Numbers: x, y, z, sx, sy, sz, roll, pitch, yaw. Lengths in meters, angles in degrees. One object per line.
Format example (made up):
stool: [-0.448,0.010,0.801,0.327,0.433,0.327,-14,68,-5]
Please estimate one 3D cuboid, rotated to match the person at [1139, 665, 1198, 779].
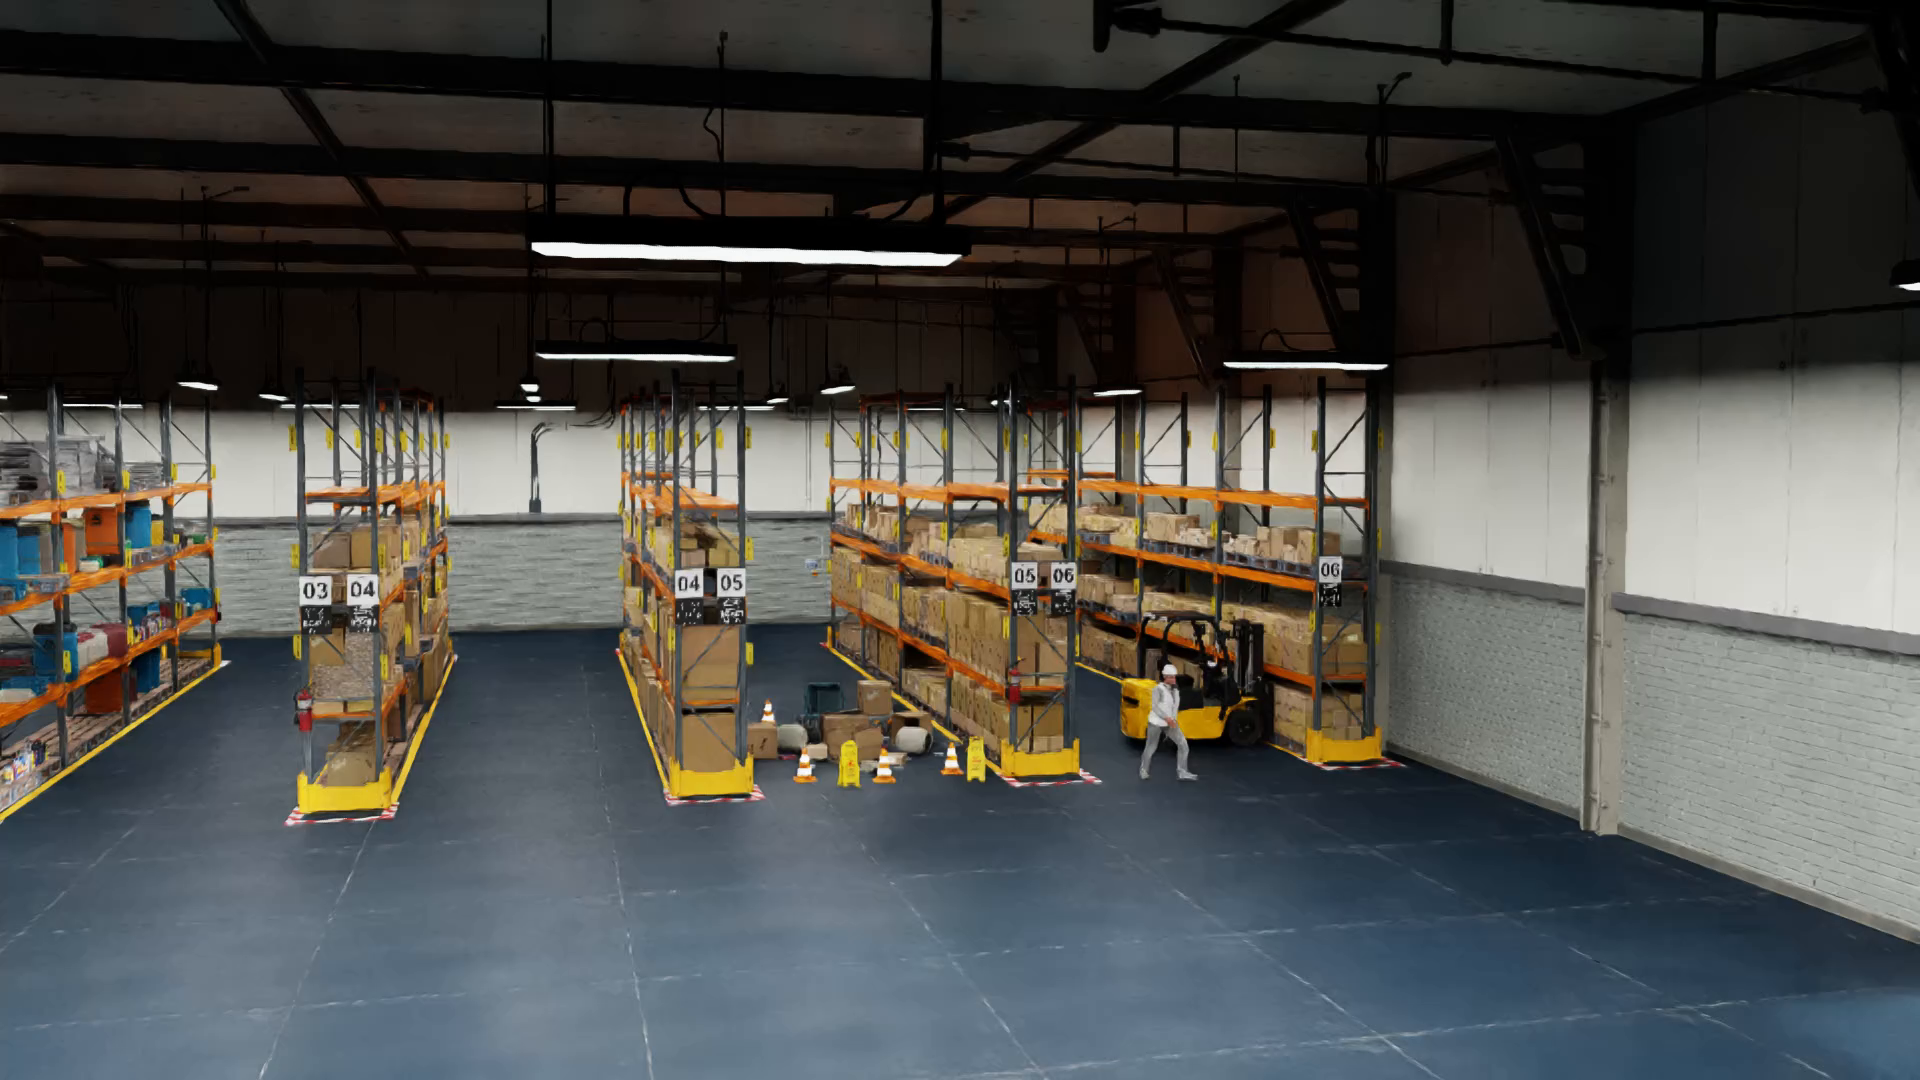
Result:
person: [3.015,2.643,24.502,0.676,1.652,0.773,-2,4,-34]
